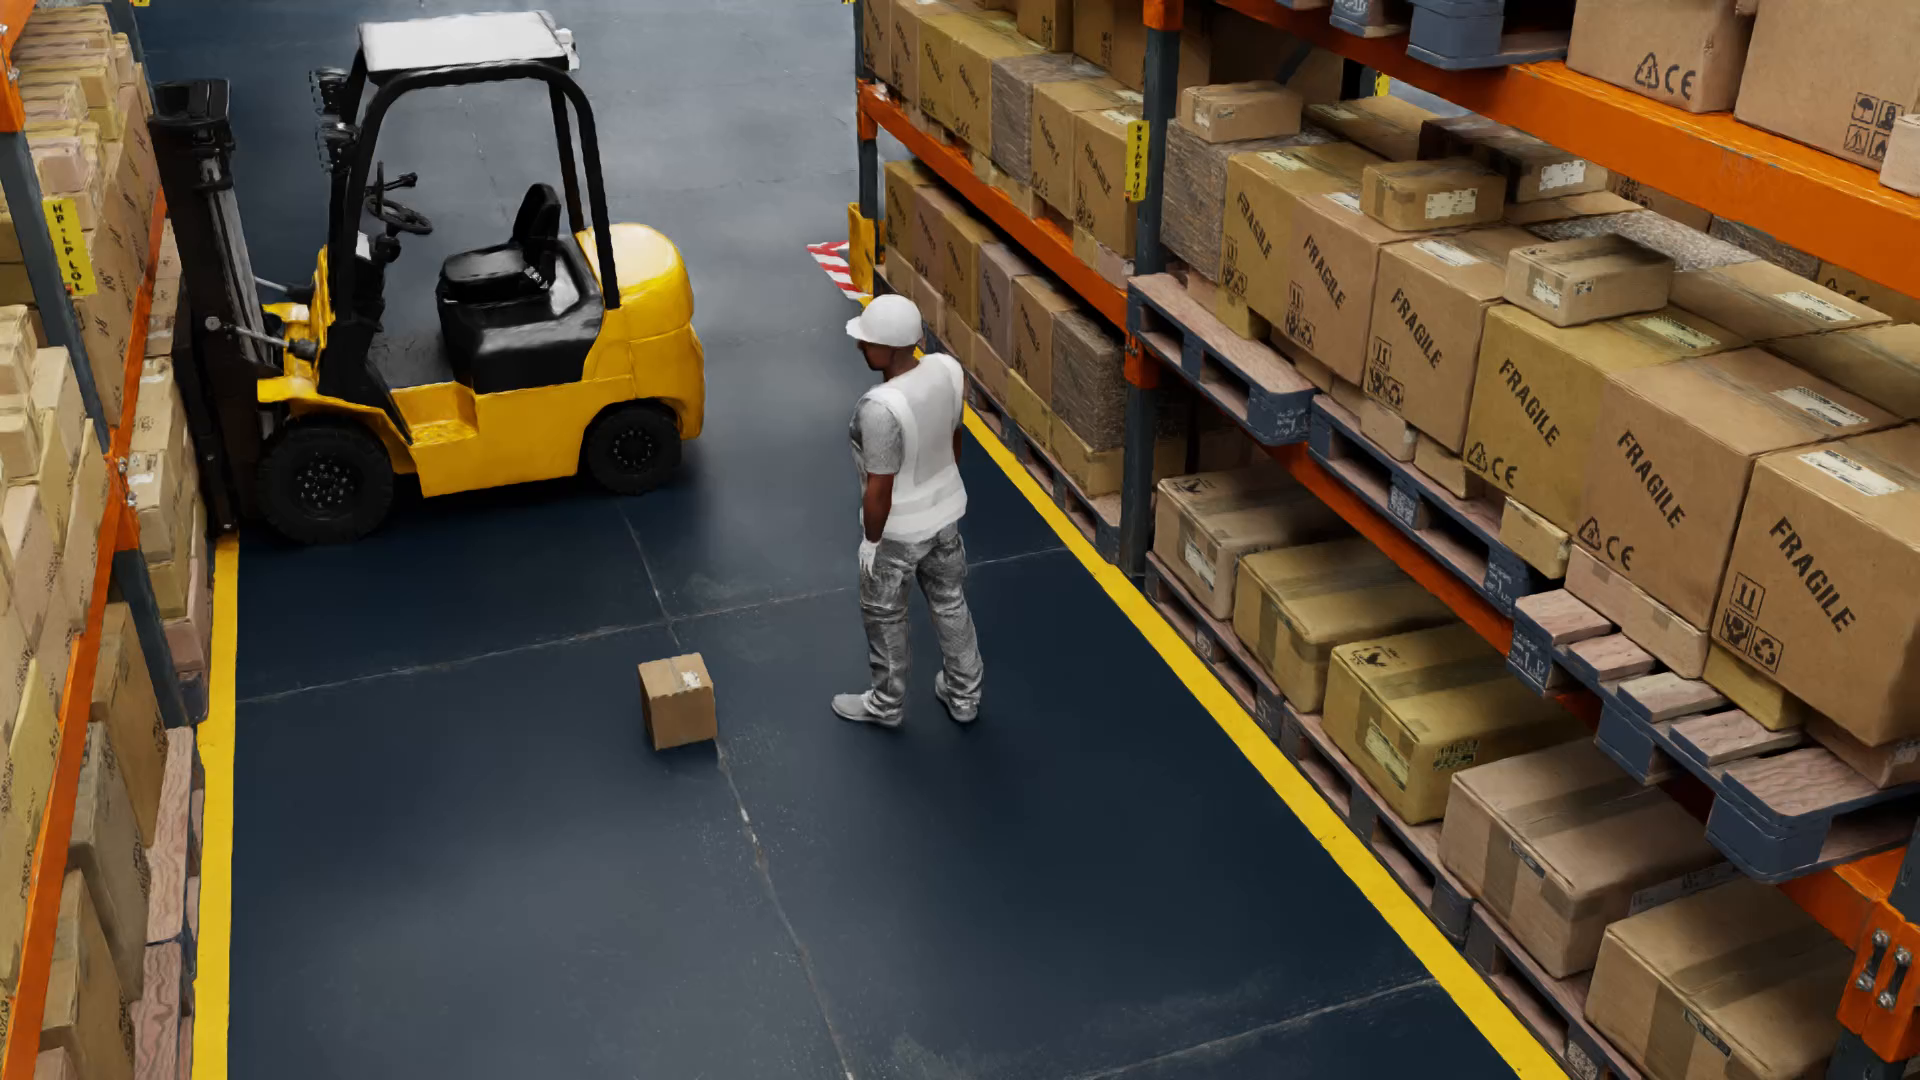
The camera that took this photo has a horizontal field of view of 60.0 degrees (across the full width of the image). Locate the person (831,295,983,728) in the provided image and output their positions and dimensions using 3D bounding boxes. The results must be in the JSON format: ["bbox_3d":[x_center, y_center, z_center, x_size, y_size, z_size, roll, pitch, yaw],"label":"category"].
[{"bbox_3d":[-0.209,-0.084,6.244,0.534,1.788,0.566,22,36,33],"label":"person"}]
